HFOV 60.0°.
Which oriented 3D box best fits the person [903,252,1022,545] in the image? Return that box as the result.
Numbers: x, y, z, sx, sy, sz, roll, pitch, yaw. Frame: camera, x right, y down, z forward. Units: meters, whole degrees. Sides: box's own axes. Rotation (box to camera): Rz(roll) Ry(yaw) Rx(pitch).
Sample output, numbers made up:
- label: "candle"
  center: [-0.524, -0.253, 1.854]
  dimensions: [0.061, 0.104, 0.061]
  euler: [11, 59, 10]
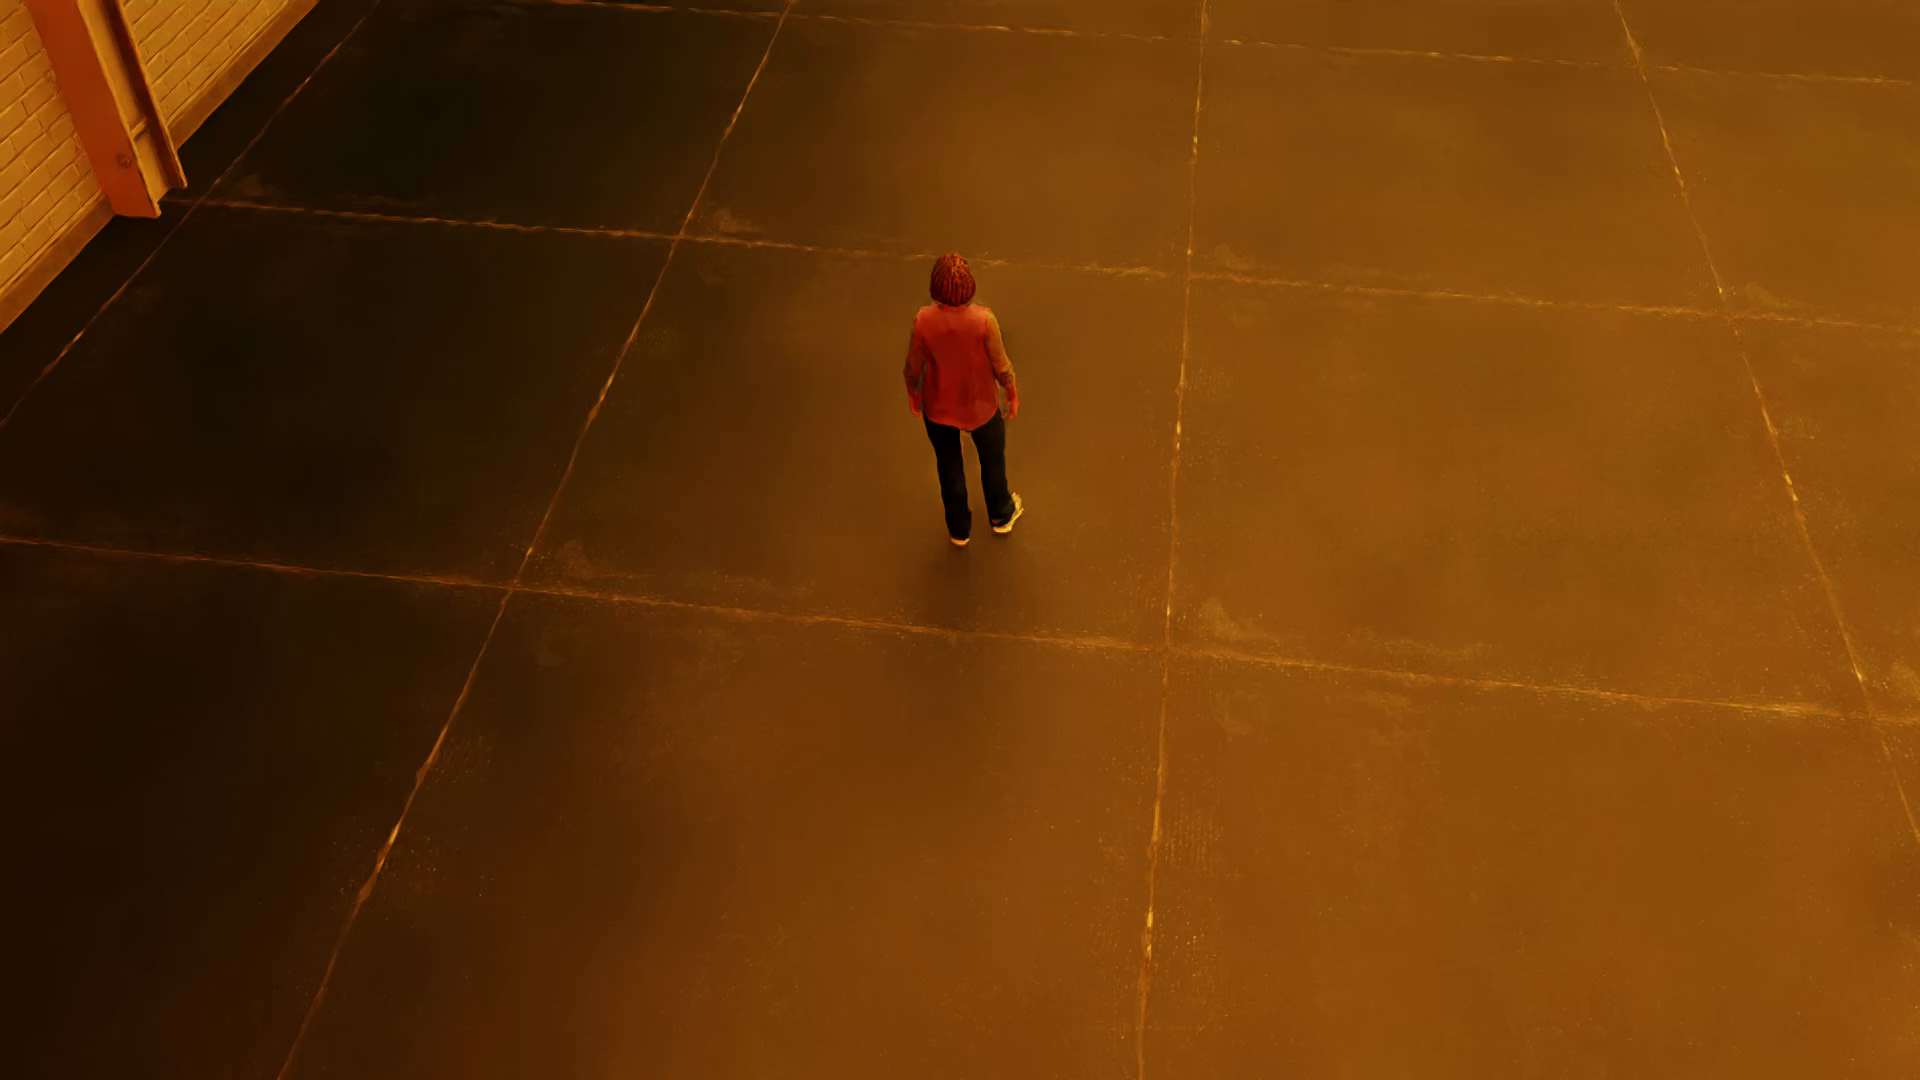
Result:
- label: "person"
  center: [0.023, -0.642, 7.399]
  dimensions: [0.520, 1.597, 0.474]
  euler: [5, 43, 6]
